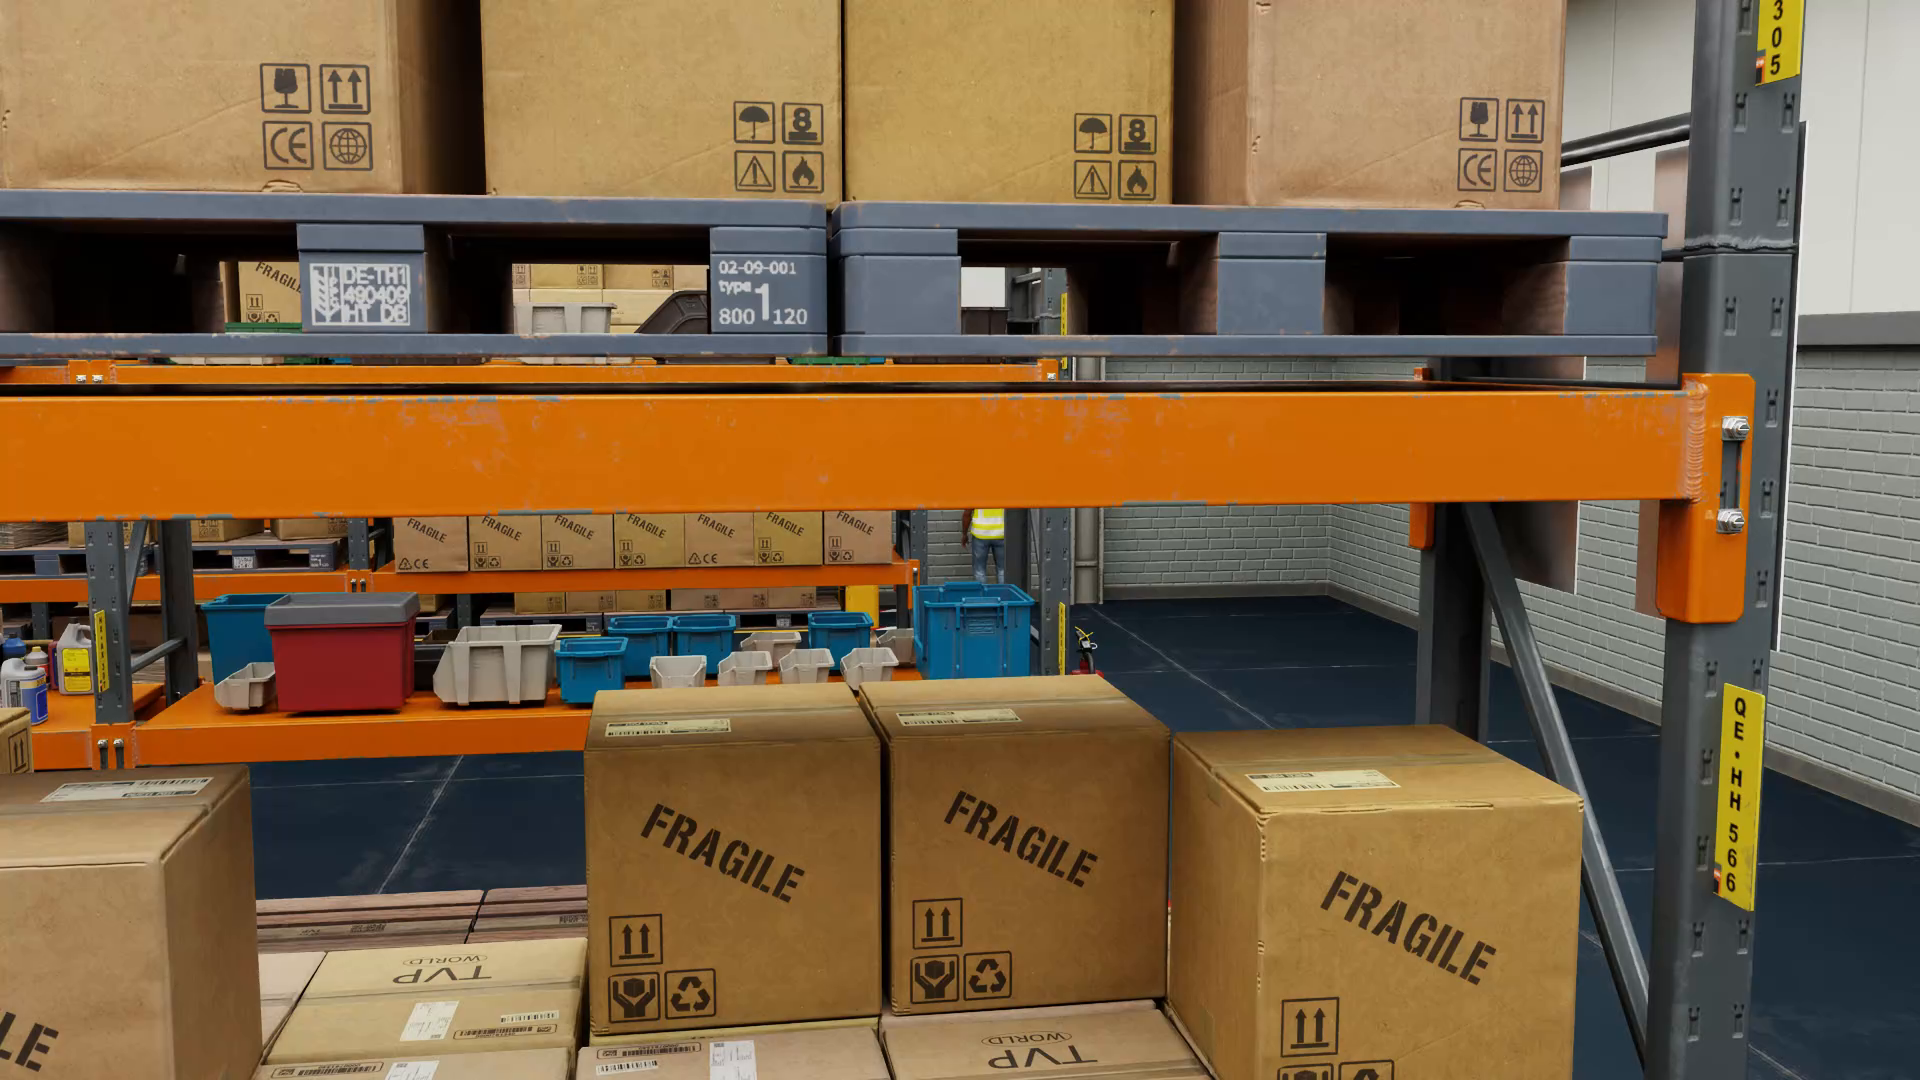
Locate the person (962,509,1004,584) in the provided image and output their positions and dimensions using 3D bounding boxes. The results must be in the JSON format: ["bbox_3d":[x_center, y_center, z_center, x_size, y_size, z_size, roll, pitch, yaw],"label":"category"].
[{"bbox_3d":[0.318,-0.062,18.188,0.629,1.759,0.460,-1,7,-12],"label":"person"}]
